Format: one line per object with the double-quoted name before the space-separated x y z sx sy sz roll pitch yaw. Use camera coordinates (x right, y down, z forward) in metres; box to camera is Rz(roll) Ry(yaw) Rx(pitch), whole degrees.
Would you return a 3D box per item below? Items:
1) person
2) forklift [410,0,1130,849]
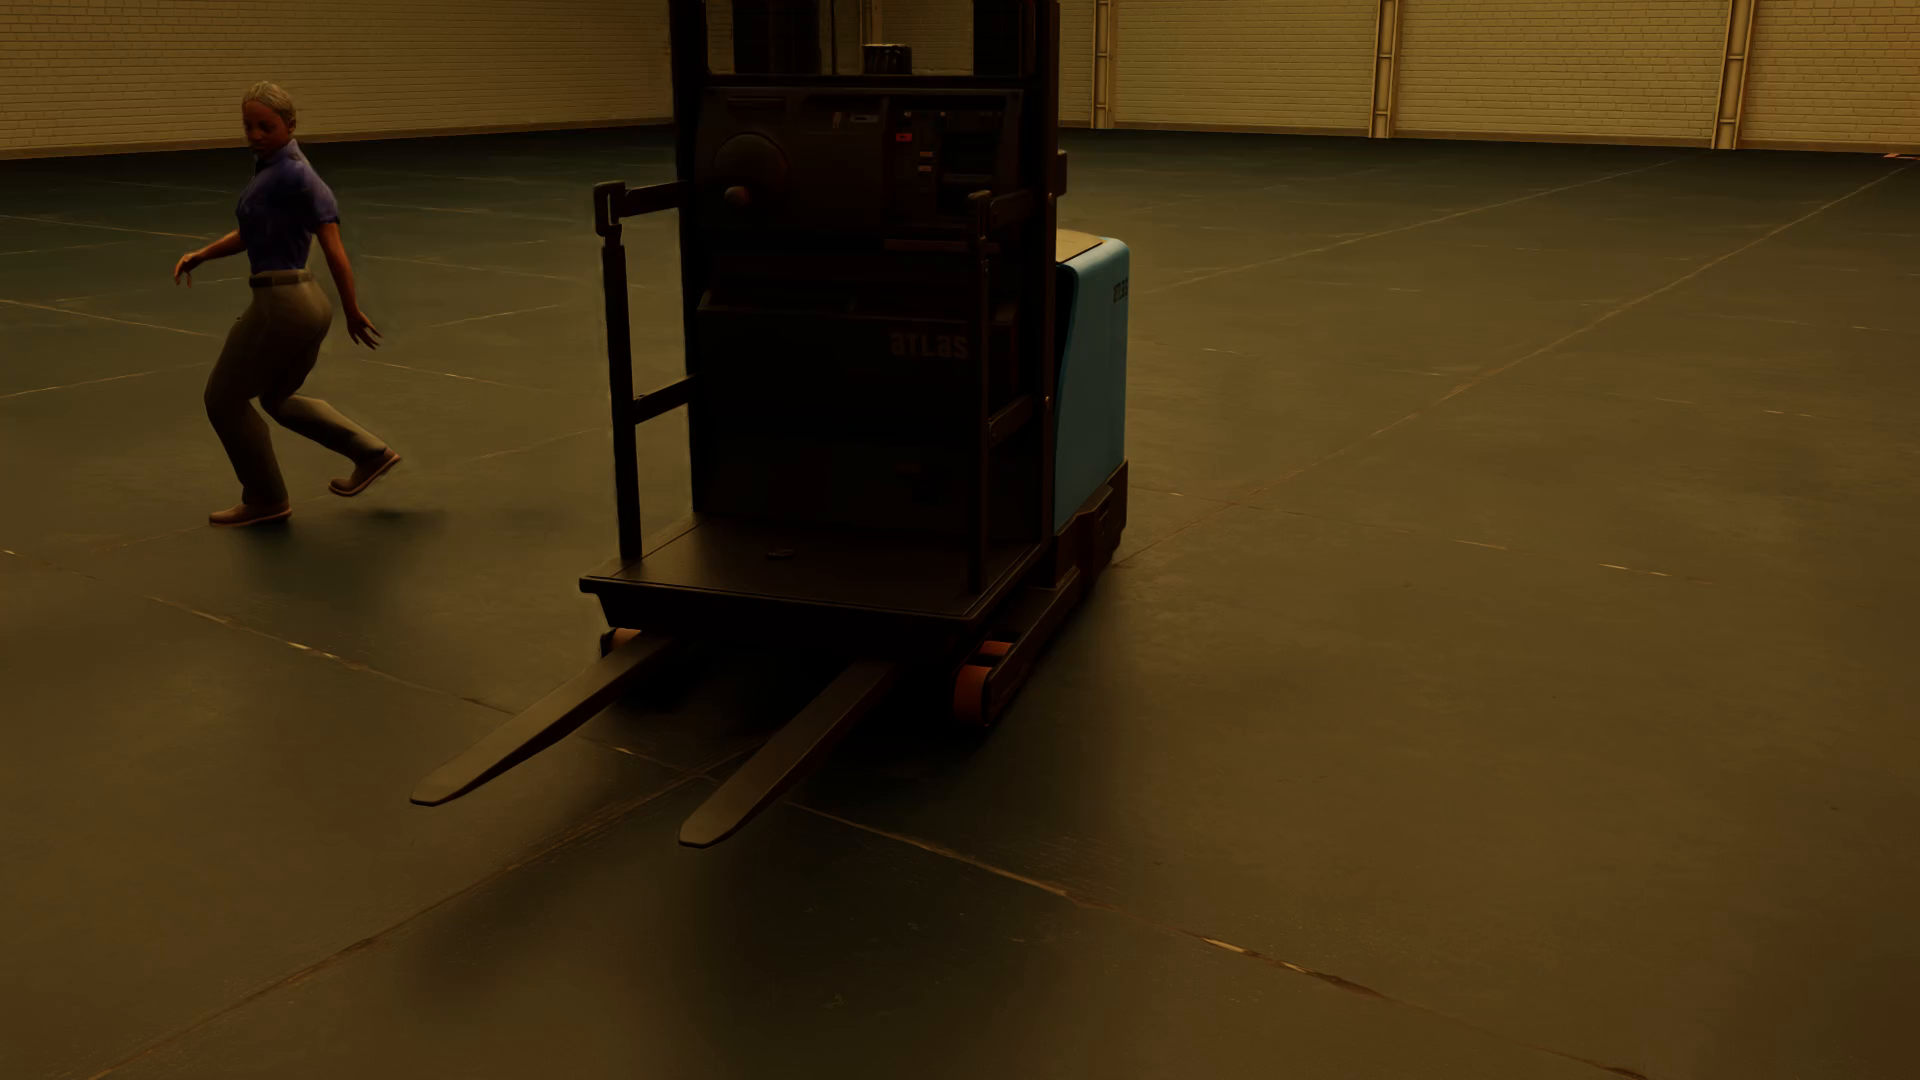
"person" -2.438 -0.835 6.013 0.704 1.589 0.496 -3 17 -10
"forklift" -0.347 -1.043 4.322 1.130 2.935 3.031 5 17 17
